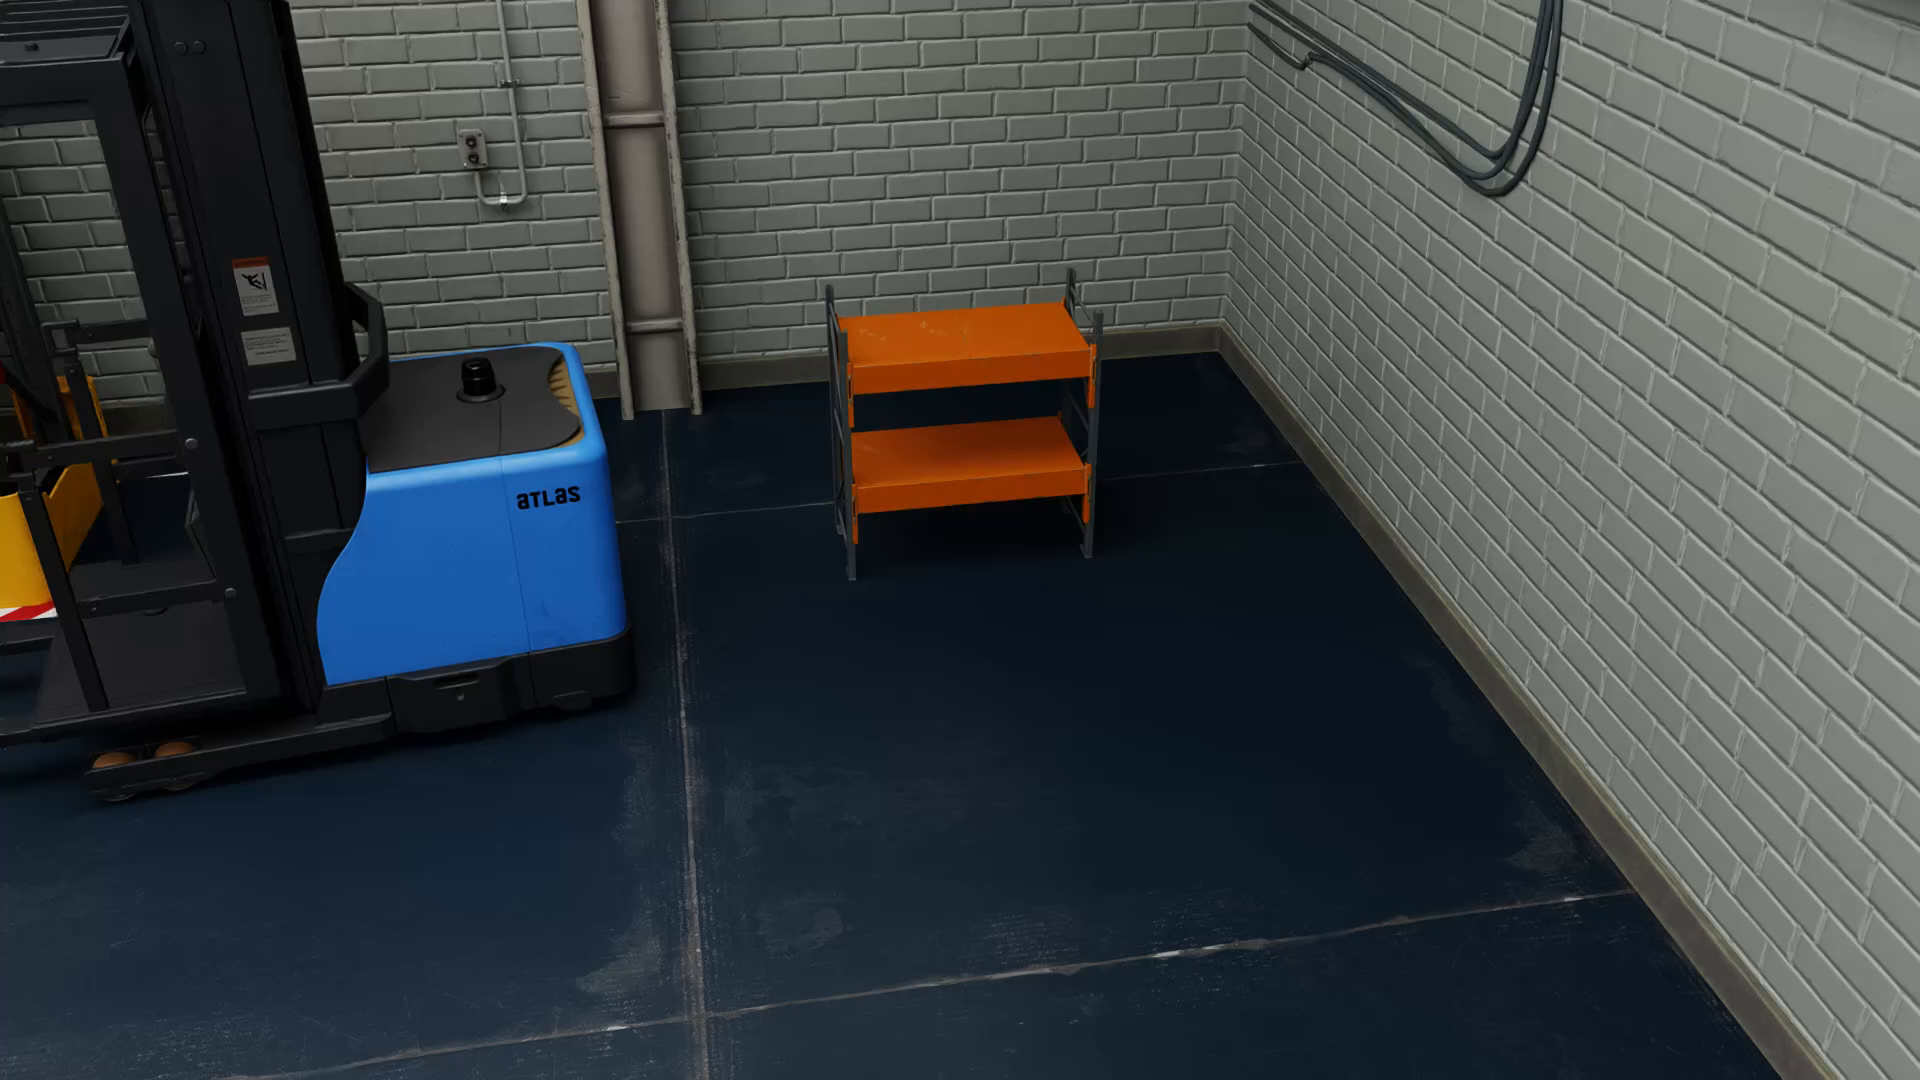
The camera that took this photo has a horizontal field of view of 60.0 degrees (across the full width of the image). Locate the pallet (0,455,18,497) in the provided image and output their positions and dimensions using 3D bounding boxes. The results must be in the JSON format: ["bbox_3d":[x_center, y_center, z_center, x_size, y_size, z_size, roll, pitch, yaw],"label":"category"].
[{"bbox_3d":[-4.780,0.009,7.027,1.213,0.211,1.003,-5,31,-9],"label":"pallet"}]

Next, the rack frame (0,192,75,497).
[{"bbox_3d":[-4.008,-1.305,6.511,0.127,3.000,1.000,-5,31,-9],"label":"rack frame"}]

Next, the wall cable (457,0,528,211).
[{"bbox_3d":[-2.918,-2.332,7.254,1.851,1.984,0.084,-5,31,-9],"label":"wall cable"}]

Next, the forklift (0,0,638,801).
[{"bbox_3d":[-2.783,-0.666,5.491,3.031,2.935,1.130,-9,32,-15],"label":"forklift"}]

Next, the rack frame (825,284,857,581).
[{"bbox_3d":[-0.493,-0.439,6.887,0.032,1.125,0.500,-5,31,-9],"label":"rack frame"}]

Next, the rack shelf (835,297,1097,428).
[{"bbox_3d":[0.007,-0.738,6.818,1.000,0.278,0.538,-5,31,-9],"label":"rack shelf"}]

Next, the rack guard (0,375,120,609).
[{"bbox_3d":[-3.984,-0.230,7.148,0.348,0.500,1.175,-5,31,-9],"label":"rack guard"}]

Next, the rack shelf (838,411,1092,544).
[{"bbox_3d":[0.007,-0.275,7.090,1.000,0.278,0.538,-5,31,-9],"label":"rack shelf"}]

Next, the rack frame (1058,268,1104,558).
[{"bbox_3d":[0.507,-0.532,7.045,0.032,1.125,0.500,-5,31,-9],"label":"rack frame"}]

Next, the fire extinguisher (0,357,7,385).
[{"bbox_3d":[-3.776,-0.895,6.257,0.183,0.674,0.296,-5,31,-9],"label":"fire extinguisher"}]

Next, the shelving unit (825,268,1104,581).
[{"bbox_3d":[0.007,-0.486,6.966,1.048,1.125,0.538,-5,31,-9],"label":"shelving unit"}]

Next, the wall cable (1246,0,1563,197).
[{"bbox_3d":[1.620,-2.891,6.352,0.112,2.526,3.097,-5,31,-9],"label":"wall cable"}]

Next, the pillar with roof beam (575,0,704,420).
[{"bbox_3d":[-0.732,-2.423,2.493,0.400,9.000,9.100,-5,31,-9],"label":"pillar with roof beam"}]
